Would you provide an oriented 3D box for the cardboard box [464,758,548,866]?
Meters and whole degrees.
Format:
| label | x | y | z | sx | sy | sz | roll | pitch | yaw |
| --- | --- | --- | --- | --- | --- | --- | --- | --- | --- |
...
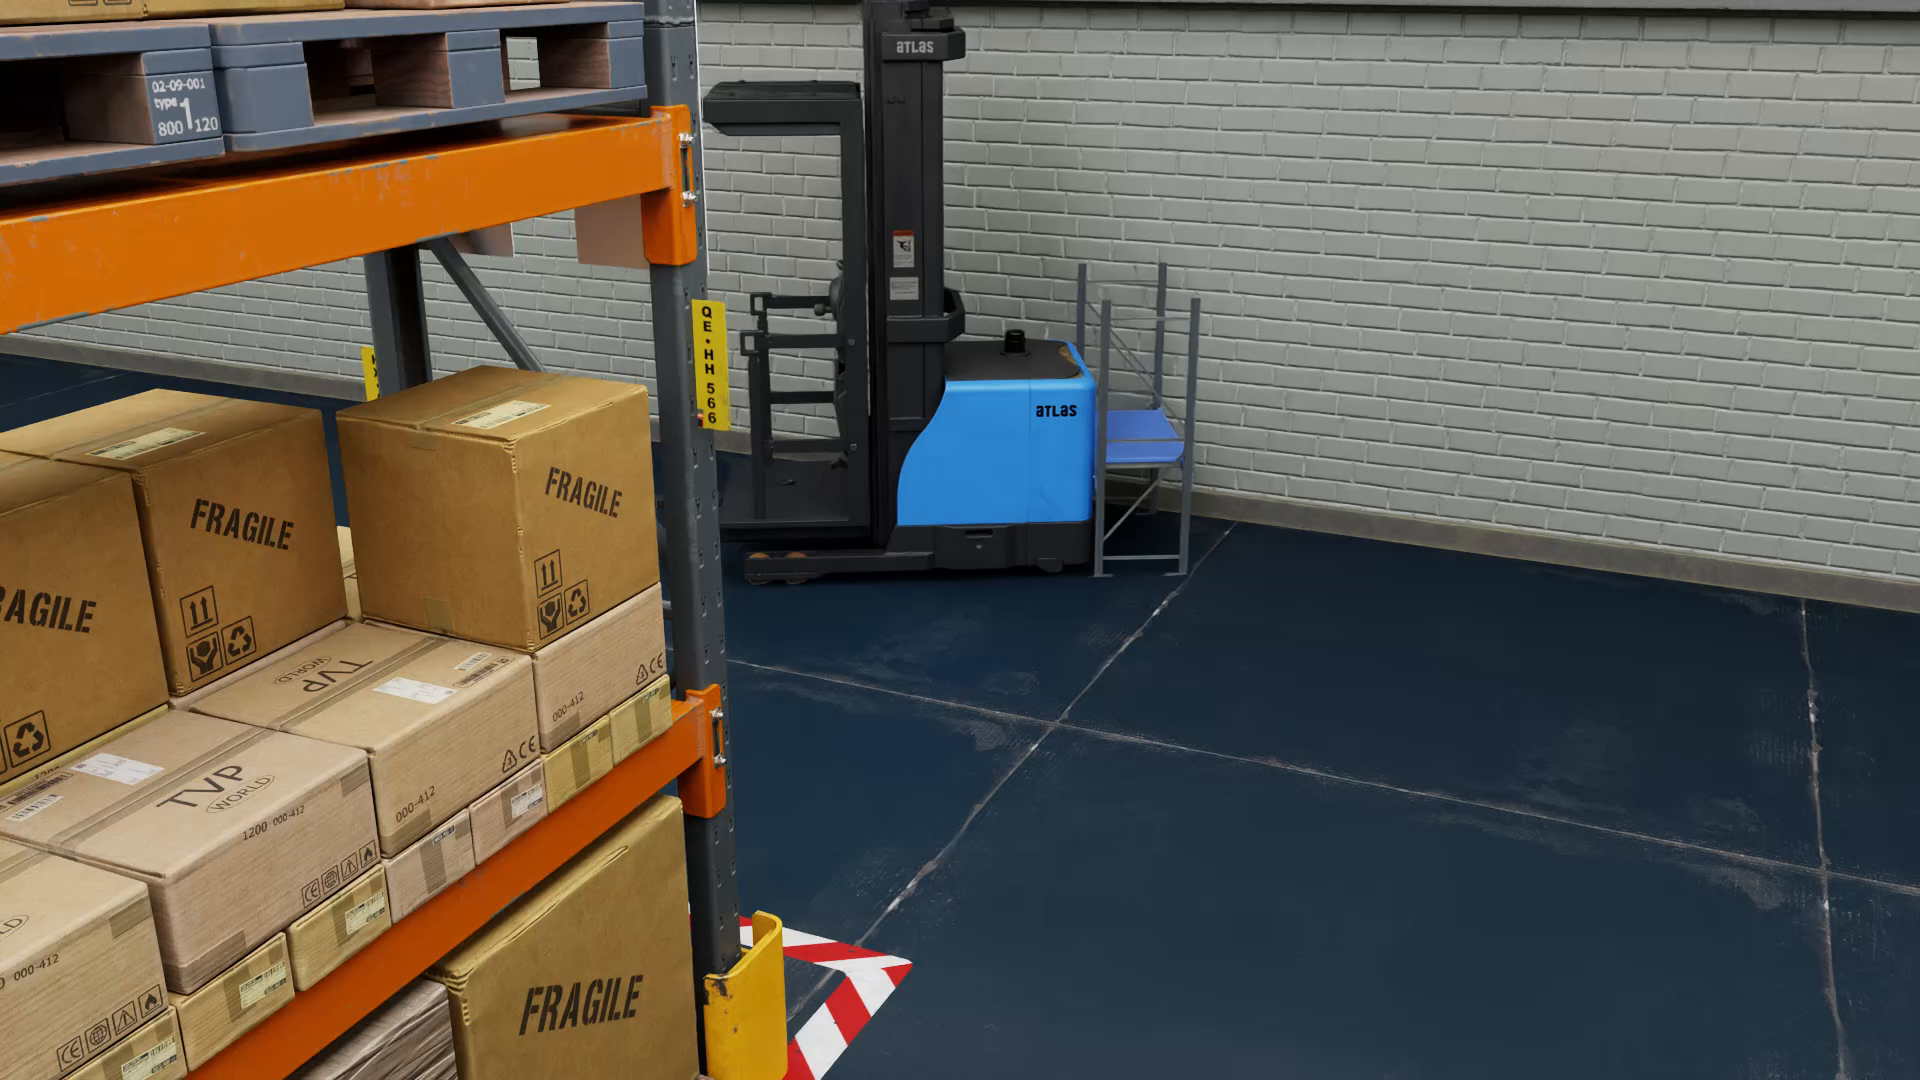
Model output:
| label | x | y | z | sx | sy | sz | roll | pitch | yaw |
| --- | --- | --- | --- | --- | --- | --- | --- | --- | --- |
| cardboard box | -1.164 | 0.575 | 3.750 | 0.380 | 0.149 | 0.250 | 9 | 21 | 23 |

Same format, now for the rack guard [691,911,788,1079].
| label | x | y | z | sx | sy | sz | roll | pitch | yaw |
| --- | --- | --- | --- | --- | --- | --- | --- | --- | --- |
| rack guard | -1.100 | 1.316 | 5.021 | 1.175 | 0.500 | 0.348 | 9 | 21 | 23 |

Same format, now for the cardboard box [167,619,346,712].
| label | x | y | z | sx | sy | sz | roll | pitch | yaw |
| --- | --- | --- | --- | --- | --- | --- | --- | --- | --- |
| cardboard box | -1.759 | 0.346 | 3.799 | 0.500 | 0.250 | 0.500 | 8 | 21 | 22 |

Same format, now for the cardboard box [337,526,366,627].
| label | x | y | z | sx | sy | sz | roll | pitch | yaw |
| --- | --- | --- | --- | --- | --- | --- | --- | --- | --- |
| cardboard box | -1.552 | 0.186 | 4.248 | 0.500 | 0.250 | 0.500 | 8 | 21 | 21 |

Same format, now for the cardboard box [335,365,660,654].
| label | x | y | z | sx | sy | sz | roll | pitch | yaw |
| --- | --- | --- | --- | --- | --- | --- | --- | --- | --- |
| cardboard box | -1.069 | -0.092 | 3.911 | 0.500 | 0.500 | 0.500 | 9 | 21 | 23 |

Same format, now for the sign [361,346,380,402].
| label | x | y | z | sx | sy | sz | roll | pitch | yaw |
| --- | --- | --- | --- | --- | --- | --- | --- | --- | --- |
| sign | -1.613 | -0.377 | 4.642 | 0.100 | 0.325 | 0.005 | 9 | 21 | 23 |

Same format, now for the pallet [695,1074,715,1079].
| label | x | y | z | sx | sy | sz | roll | pitch | yaw |
| --- | --- | --- | --- | --- | --- | --- | --- | --- | --- |
| pallet | -1.365 | 1.715 | 4.331 | 1.003 | 0.211 | 1.213 | 9 | 21 | 23 |

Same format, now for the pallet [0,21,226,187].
| label | x | y | z | sx | sy | sz | roll | pitch | yaw |
| --- | --- | --- | --- | --- | --- | --- | --- | --- | --- |
| pallet | -1.902 | -0.623 | 2.400 | 1.003 | 0.211 | 1.213 | 9 | 21 | 23 |

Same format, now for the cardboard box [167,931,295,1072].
| label | x | y | z | sx | sy | sz | roll | pitch | yaw |
| --- | --- | --- | --- | --- | --- | --- | --- | --- | --- |
| cardboard box | -1.477 | 0.810 | 3.089 | 0.380 | 0.149 | 0.250 | 9 | 21 | 23 |

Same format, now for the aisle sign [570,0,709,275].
| label | x | y | z | sx | sy | sz | roll | pitch | yaw |
| --- | --- | --- | --- | --- | --- | --- | --- | --- | --- |
| aisle sign | -0.806 | -1.060 | 4.092 | 0.394 | 0.787 | 0.004 | 9 | 21 | 23 |

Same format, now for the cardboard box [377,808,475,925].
| label | x | y | z | sx | sy | sz | roll | pitch | yaw |
| --- | --- | --- | --- | --- | --- | --- | --- | --- | --- |
| cardboard box | -1.267 | 0.651 | 3.536 | 0.380 | 0.149 | 0.250 | 9 | 21 | 24 |

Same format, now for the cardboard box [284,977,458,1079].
| label | x | y | z | sx | sy | sz | roll | pitch | yaw |
| --- | --- | --- | --- | --- | --- | --- | --- | --- | --- |
| cardboard box | -1.671 | 1.434 | 3.504 | 0.875 | 0.875 | 0.875 | 9 | 21 | 23 |

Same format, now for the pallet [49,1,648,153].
| label | x | y | z | sx | sy | sz | roll | pitch | yaw |
| --- | --- | --- | --- | --- | --- | --- | --- | --- | --- |
| pallet | -1.404 | -0.997 | 3.452 | 1.003 | 0.211 | 1.213 | 9 | 21 | 23 |

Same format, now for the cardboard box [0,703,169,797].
| label | x | y | z | sx | sy | sz | roll | pitch | yaw |
| --- | --- | --- | --- | --- | --- | --- | --- | --- | --- |
| cardboard box | -1.968 | 0.499 | 3.368 | 0.500 | 0.250 | 0.500 | 8 | 21 | 21 |

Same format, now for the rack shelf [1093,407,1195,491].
| label | x | y | z | sx | sy | sz | roll | pitch | yaw |
| --- | --- | --- | --- | --- | --- | --- | --- | --- | --- |
| rack shelf | 0.943 | -0.517 | 9.221 | 0.538 | 0.185 | 1.000 | -1 | 20 | -3 |

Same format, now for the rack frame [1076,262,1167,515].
| label | x | y | z | sx | sy | sz | roll | pitch | yaw |
| --- | --- | --- | --- | --- | --- | --- | --- | --- | --- |
| rack frame | 0.918 | -0.856 | 9.639 | 0.500 | 1.500 | 0.032 | -1 | 20 | -3 |

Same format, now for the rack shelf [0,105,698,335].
| label | x | y | z | sx | sy | sz | roll | pitch | yaw |
| --- | --- | --- | --- | --- | --- | --- | --- | --- | --- |
| rack shelf | -1.928 | -0.317 | 2.480 | 1.077 | 0.370 | 4.000 | 9 | 21 | 23 |

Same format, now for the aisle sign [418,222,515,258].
| label | x | y | z | sx | sy | sz | roll | pitch | yaw |
| --- | --- | --- | --- | --- | --- | --- | --- | --- | --- |
| aisle sign | -1.354 | -1.142 | 4.323 | 0.394 | 0.787 | 0.004 | 9 | 21 | 23 |

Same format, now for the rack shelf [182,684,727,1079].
| label | x | y | z | sx | sy | sz | roll | pitch | yaw |
| --- | --- | --- | --- | --- | --- | --- | --- | --- | --- |
| rack shelf | -1.928 | 1.096 | 2.983 | 1.077 | 0.370 | 4.000 | 9 | 21 | 23 |

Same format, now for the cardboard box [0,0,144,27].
| label | x | y | z | sx | sy | sz | roll | pitch | yaw |
| --- | --- | --- | --- | --- | --- | --- | --- | --- | --- |
| cardboard box | -1.781 | -1.073 | 2.607 | 0.700 | 0.500 | 0.500 | 7 | 21 | 19 |

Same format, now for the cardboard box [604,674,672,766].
| label | x | y | z | sx | sy | sz | roll | pitch | yaw |
| --- | --- | --- | --- | --- | --- | --- | --- | --- | --- |
| cardboard box | -0.955 | 0.418 | 4.190 | 0.380 | 0.149 | 0.250 | 9 | 21 | 24 |

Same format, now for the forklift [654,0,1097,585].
| label | x | y | z | sx | sy | sz | roll | pitch | yaw |
| --- | --- | --- | --- | --- | --- | --- | --- | --- | --- |
| forklift | -0.816 | -1.325 | 8.821 | 3.031 | 2.935 | 1.130 | -1 | 20 | -4 |

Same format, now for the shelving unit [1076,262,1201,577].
| label | x | y | z | sx | sy | sz | roll | pitch | yaw |
| --- | --- | --- | --- | --- | --- | --- | --- | --- | --- |
| shelving unit | 0.943 | -0.686 | 9.160 | 0.538 | 1.500 | 1.048 | -1 | 20 | -3 |

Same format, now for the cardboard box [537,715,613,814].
| label | x | y | z | sx | sy | sz | roll | pitch | yaw |
| --- | --- | --- | --- | --- | --- | --- | --- | --- | --- |
| cardboard box | -1.060 | 0.498 | 3.966 | 0.380 | 0.149 | 0.250 | 9 | 21 | 23 |

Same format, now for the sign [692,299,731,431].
| label | x | y | z | sx | sy | sz | roll | pitch | yaw |
| --- | --- | --- | --- | --- | --- | --- | --- | --- | --- |
| sign | -0.620 | -0.432 | 4.126 | 0.100 | 0.325 | 0.005 | 9 | 21 | 23 |

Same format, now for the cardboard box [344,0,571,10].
| label | x | y | z | sx | sy | sz | roll | pitch | yaw |
| --- | --- | --- | --- | --- | --- | --- | --- | --- | --- |
| cardboard box | -1.273 | -1.393 | 3.507 | 0.700 | 0.500 | 0.500 | 7 | 21 | 19 |

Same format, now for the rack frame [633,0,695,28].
| label | x | y | z | sx | sy | sz | roll | pitch | yaw |
| --- | --- | --- | --- | --- | --- | --- | --- | --- | --- |
| rack frame | -1.109 | -2.680 | 3.576 | 1.000 | 3.000 | 0.127 | 9 | 21 | 23 |

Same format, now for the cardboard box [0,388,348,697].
| label | x | y | z | sx | sy | sz | roll | pitch | yaw |
| --- | --- | --- | --- | --- | --- | --- | --- | --- | --- |
| cardboard box | -1.757 | -0.014 | 3.693 | 0.500 | 0.500 | 0.500 | 8 | 21 | 21 |

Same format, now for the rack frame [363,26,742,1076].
| label | x | y | z | sx | sy | sz | roll | pitch | yaw |
| --- | --- | --- | --- | --- | --- | --- | --- | --- | --- |
| rack frame | -1.109 | 0.146 | 4.581 | 1.000 | 3.000 | 0.127 | 9 | 21 | 23 |

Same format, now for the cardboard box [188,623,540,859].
| label | x | y | z | sx | sy | sz | roll | pitch | yaw |
| --- | --- | --- | --- | --- | --- | --- | --- | --- | --- |
| cardboard box | -1.274 | 0.416 | 3.602 | 0.500 | 0.250 | 0.500 | 8 | 21 | 22 |

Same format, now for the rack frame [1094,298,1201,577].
| label | x | y | z | sx | sy | sz | roll | pitch | yaw |
| --- | --- | --- | --- | --- | --- | --- | --- | --- | --- |
| rack frame | 0.969 | -0.516 | 8.682 | 0.500 | 1.500 | 0.032 | -1 | 20 | -3 |

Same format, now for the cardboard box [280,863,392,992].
| label | x | y | z | sx | sy | sz | roll | pitch | yaw |
| --- | --- | --- | --- | --- | --- | --- | --- | --- | --- |
| cardboard box | -1.372 | 0.731 | 3.312 | 0.380 | 0.149 | 0.250 | 8 | 21 | 21 |

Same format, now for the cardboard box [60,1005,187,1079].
| label | x | y | z | sx | sy | sz | roll | pitch | yaw |
| --- | --- | --- | --- | --- | --- | --- | --- | --- | --- |
| cardboard box | -1.581 | 0.886 | 2.876 | 0.380 | 0.149 | 0.250 | 9 | 21 | 24 |

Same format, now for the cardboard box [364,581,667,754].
| label | x | y | z | sx | sy | sz | roll | pitch | yaw |
| --- | --- | --- | --- | --- | --- | --- | --- | --- | --- |
| cardboard box | -1.066 | 0.261 | 4.038 | 0.500 | 0.250 | 0.500 | 8 | 21 | 22 |

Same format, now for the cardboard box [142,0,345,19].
| label | x | y | z | sx | sy | sz | roll | pitch | yaw |
| --- | --- | --- | --- | --- | --- | --- | --- | --- | --- |
| cardboard box | -1.614 | -1.237 | 3.070 | 0.700 | 0.500 | 0.500 | 8 | 21 | 21 |

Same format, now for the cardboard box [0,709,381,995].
| label | x | y | z | sx | sy | sz | roll | pitch | yaw |
| --- | --- | --- | --- | --- | --- | --- | --- | --- | --- |
| cardboard box | -1.482 | 0.572 | 3.164 | 0.500 | 0.250 | 0.500 | 8 | 21 | 21 |

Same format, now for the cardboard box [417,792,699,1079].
| label | x | y | z | sx | sy | sz | roll | pitch | yaw |
| --- | --- | --- | --- | --- | --- | --- | --- | --- | --- |
| cardboard box | -1.298 | 1.156 | 4.286 | 0.875 | 0.875 | 0.875 | 9 | 21 | 23 |

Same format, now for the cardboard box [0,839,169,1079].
| label | x | y | z | sx | sy | sz | roll | pitch | yaw |
| --- | --- | --- | --- | --- | --- | --- | --- | --- | --- |
| cardboard box | -1.692 | 0.732 | 2.715 | 0.500 | 0.250 | 0.500 | 9 | 21 | 23 |

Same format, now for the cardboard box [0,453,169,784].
| label | x | y | z | sx | sy | sz | roll | pitch | yaw |
| --- | --- | --- | --- | --- | --- | --- | --- | --- | --- |
| cardboard box | -1.964 | 0.145 | 3.245 | 0.500 | 0.500 | 0.500 | 8 | 21 | 21 |
